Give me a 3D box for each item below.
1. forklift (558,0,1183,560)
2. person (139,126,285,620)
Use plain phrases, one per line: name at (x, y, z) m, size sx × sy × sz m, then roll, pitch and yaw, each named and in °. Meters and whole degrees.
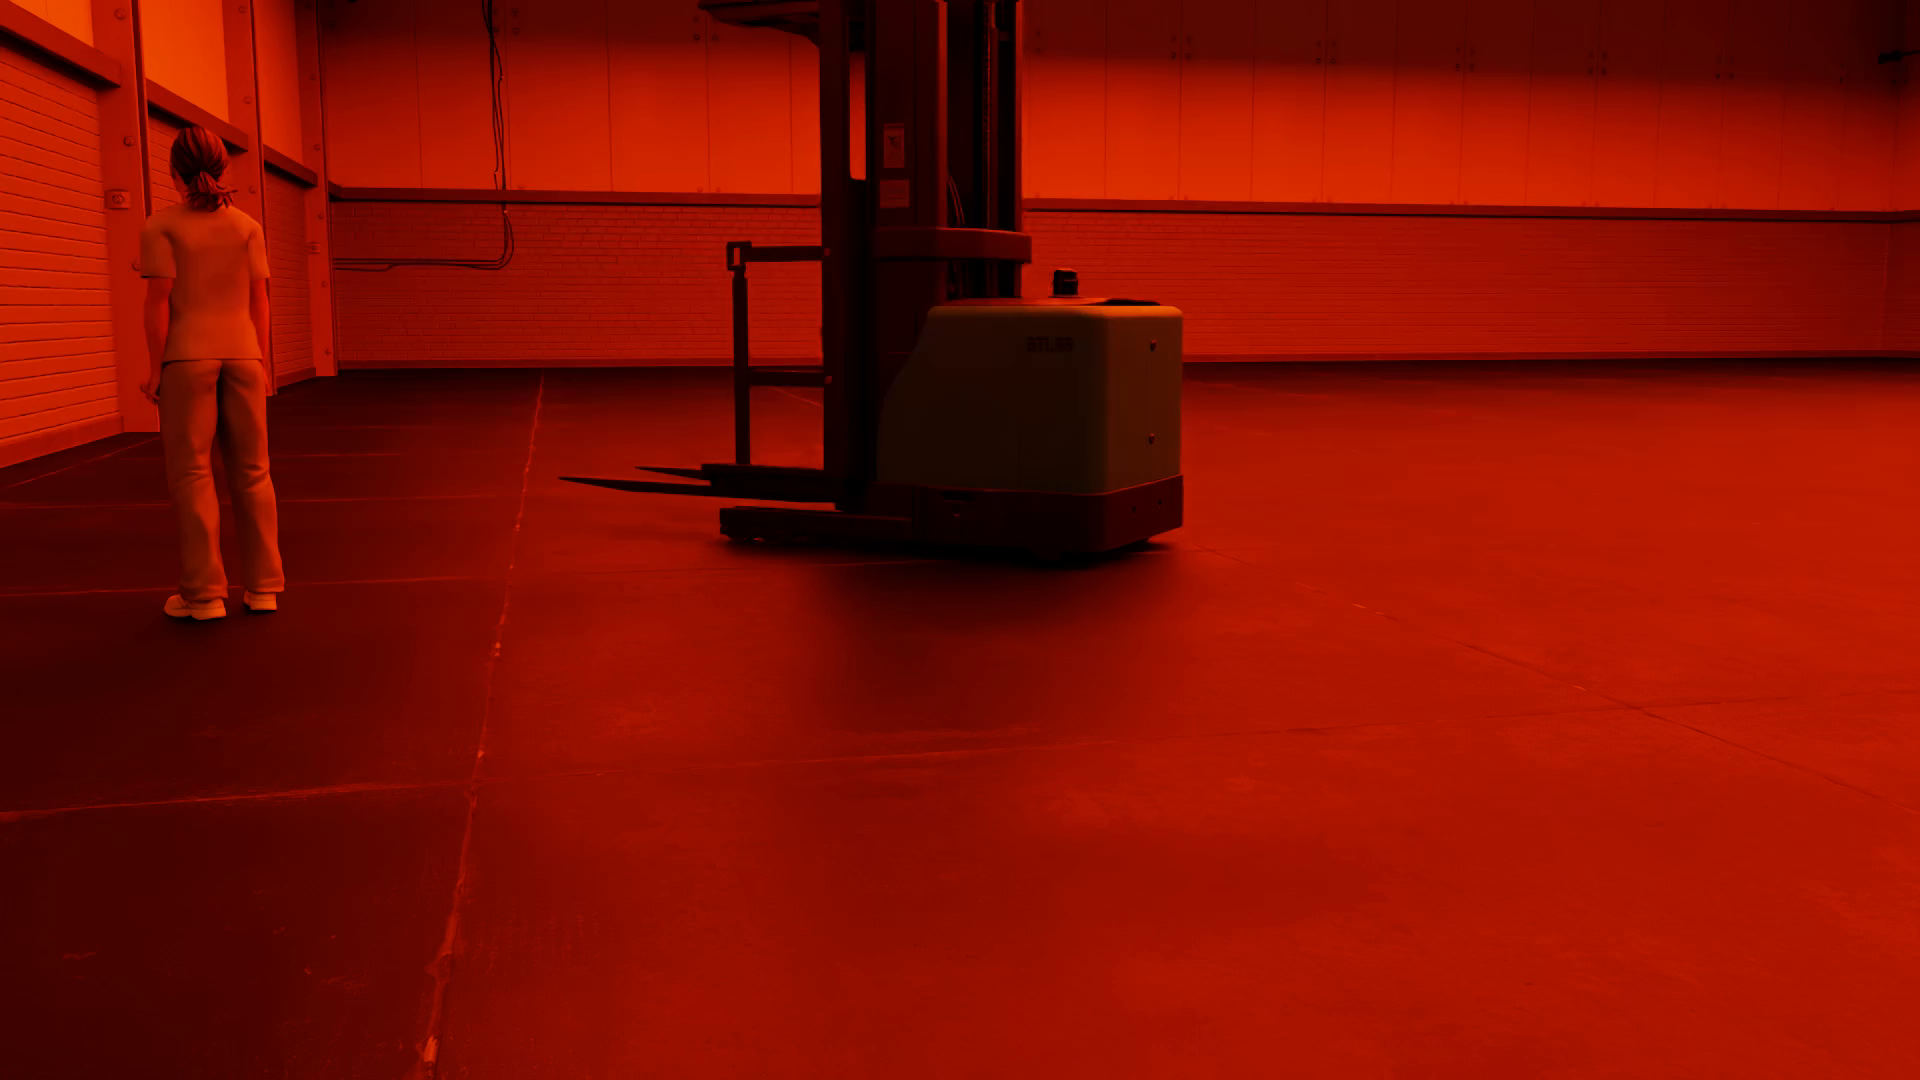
forklift at (-0.526, -1.487, 7.754) m, size 3.031 × 2.935 × 1.130 m, roll 4°, pitch 9°, yaw 28°
person at (-2.594, -0.568, 5.743) m, size 0.379 × 1.671 × 0.434 m, roll 8°, pitch 11°, yaw 44°
